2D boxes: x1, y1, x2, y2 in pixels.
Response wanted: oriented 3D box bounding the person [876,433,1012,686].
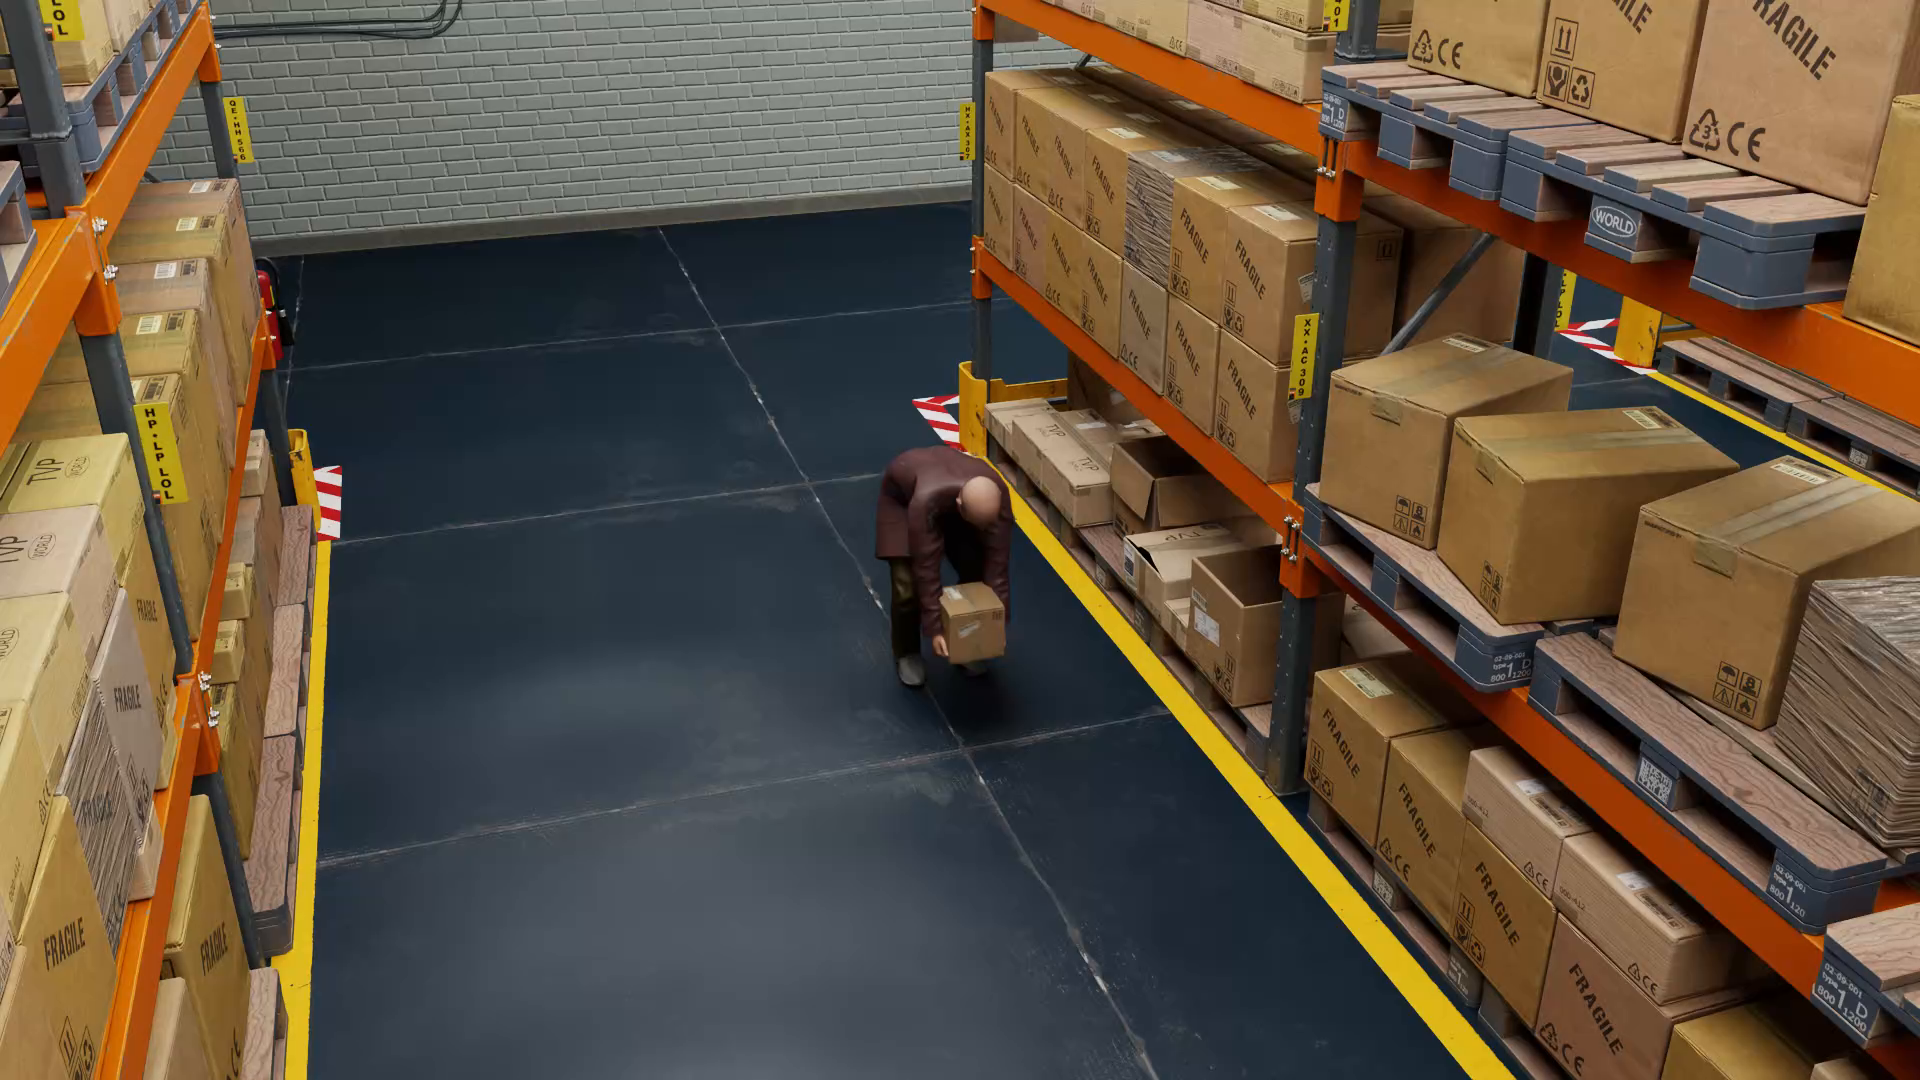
[{"bbox_3d":[-0.056,0.061,7.462,0.563,1.380,0.876,-9,27,-18],"label":"person"}]
